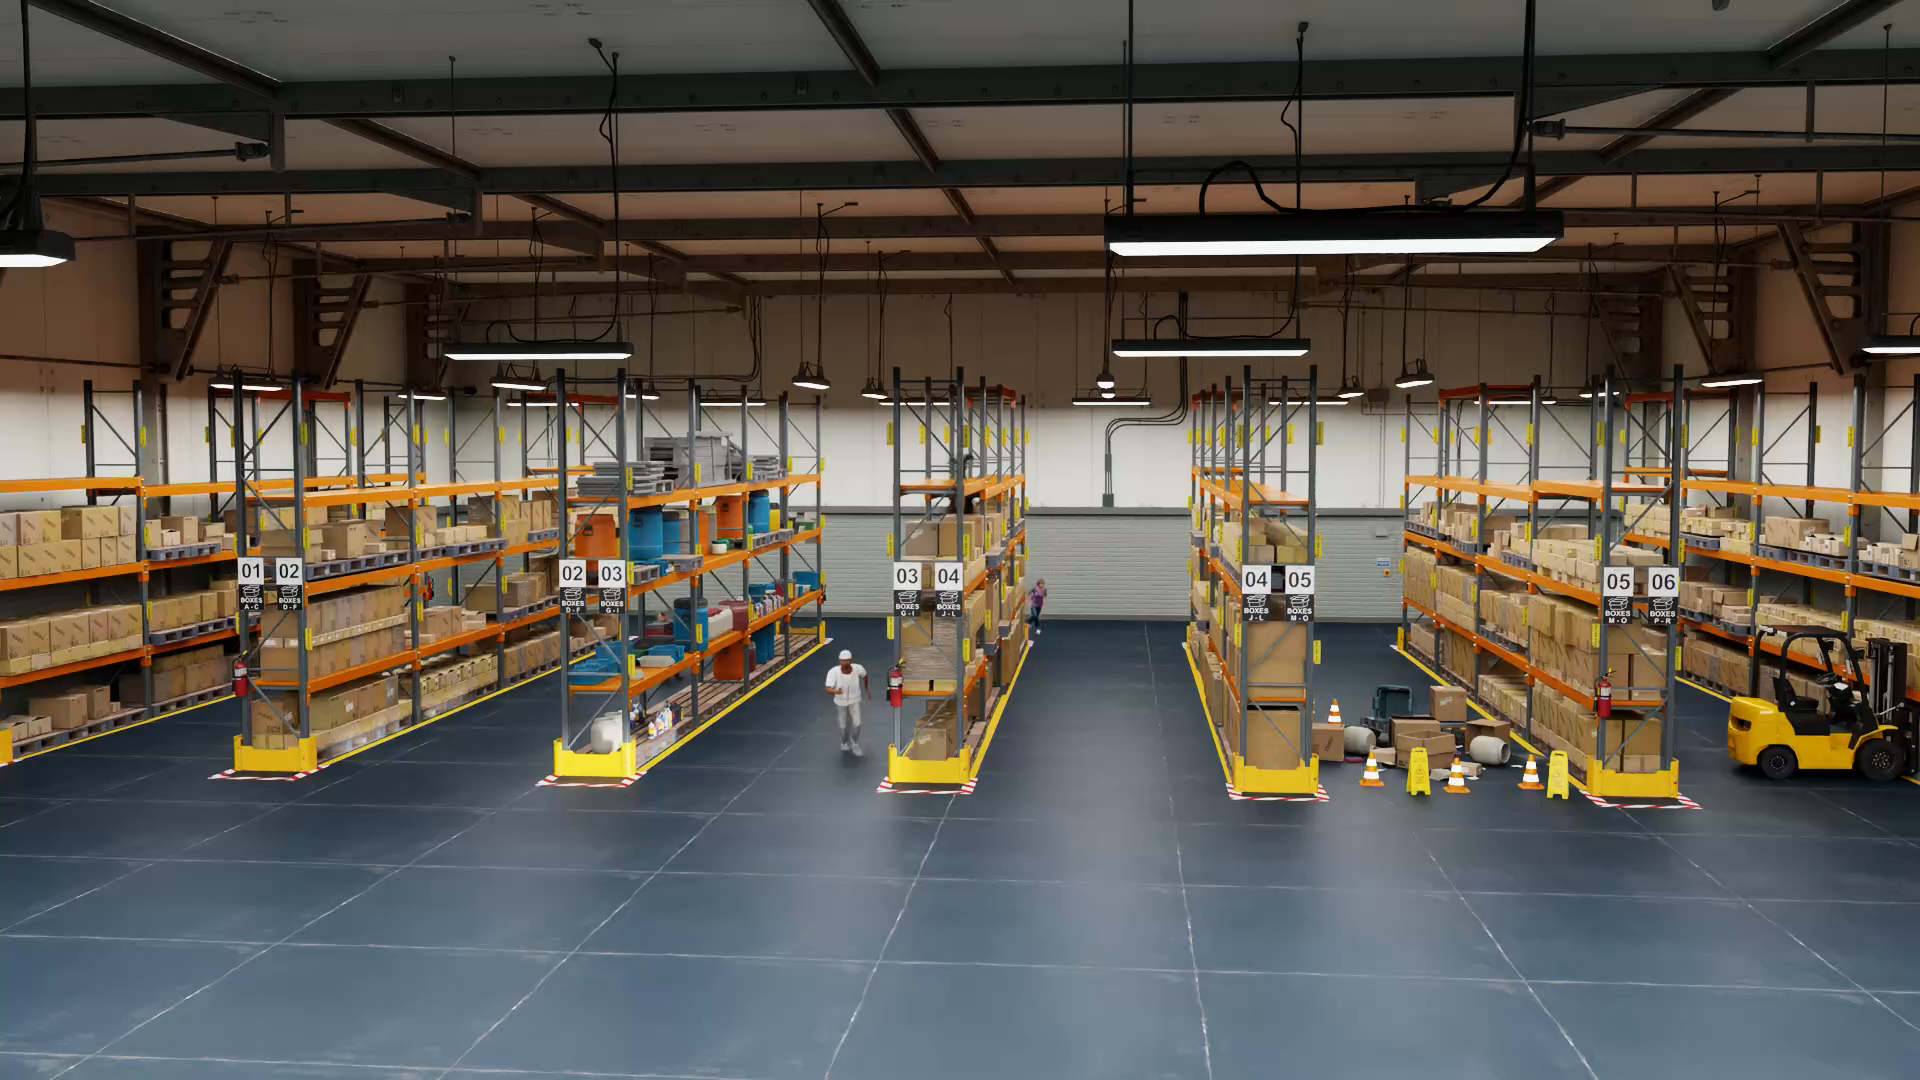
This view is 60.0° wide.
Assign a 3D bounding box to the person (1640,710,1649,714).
[{"bbox_3d":[11.441,2.461,28.346,0.729,1.584,0.968,-1,4,-13],"label":"person"}]

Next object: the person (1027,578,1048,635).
[{"bbox_3d":[1.928,1.667,42.350,0.542,1.442,0.967,-1,4,-15],"label":"person"}]

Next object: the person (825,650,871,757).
[{"bbox_3d":[-1.744,2.541,25.985,0.716,1.686,0.965,0,4,-5],"label":"person"}]

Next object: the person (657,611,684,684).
[{"bbox_3d":[-5.928,2.160,33.745,0.642,1.501,0.834,-1,4,-9],"label":"person"}]
